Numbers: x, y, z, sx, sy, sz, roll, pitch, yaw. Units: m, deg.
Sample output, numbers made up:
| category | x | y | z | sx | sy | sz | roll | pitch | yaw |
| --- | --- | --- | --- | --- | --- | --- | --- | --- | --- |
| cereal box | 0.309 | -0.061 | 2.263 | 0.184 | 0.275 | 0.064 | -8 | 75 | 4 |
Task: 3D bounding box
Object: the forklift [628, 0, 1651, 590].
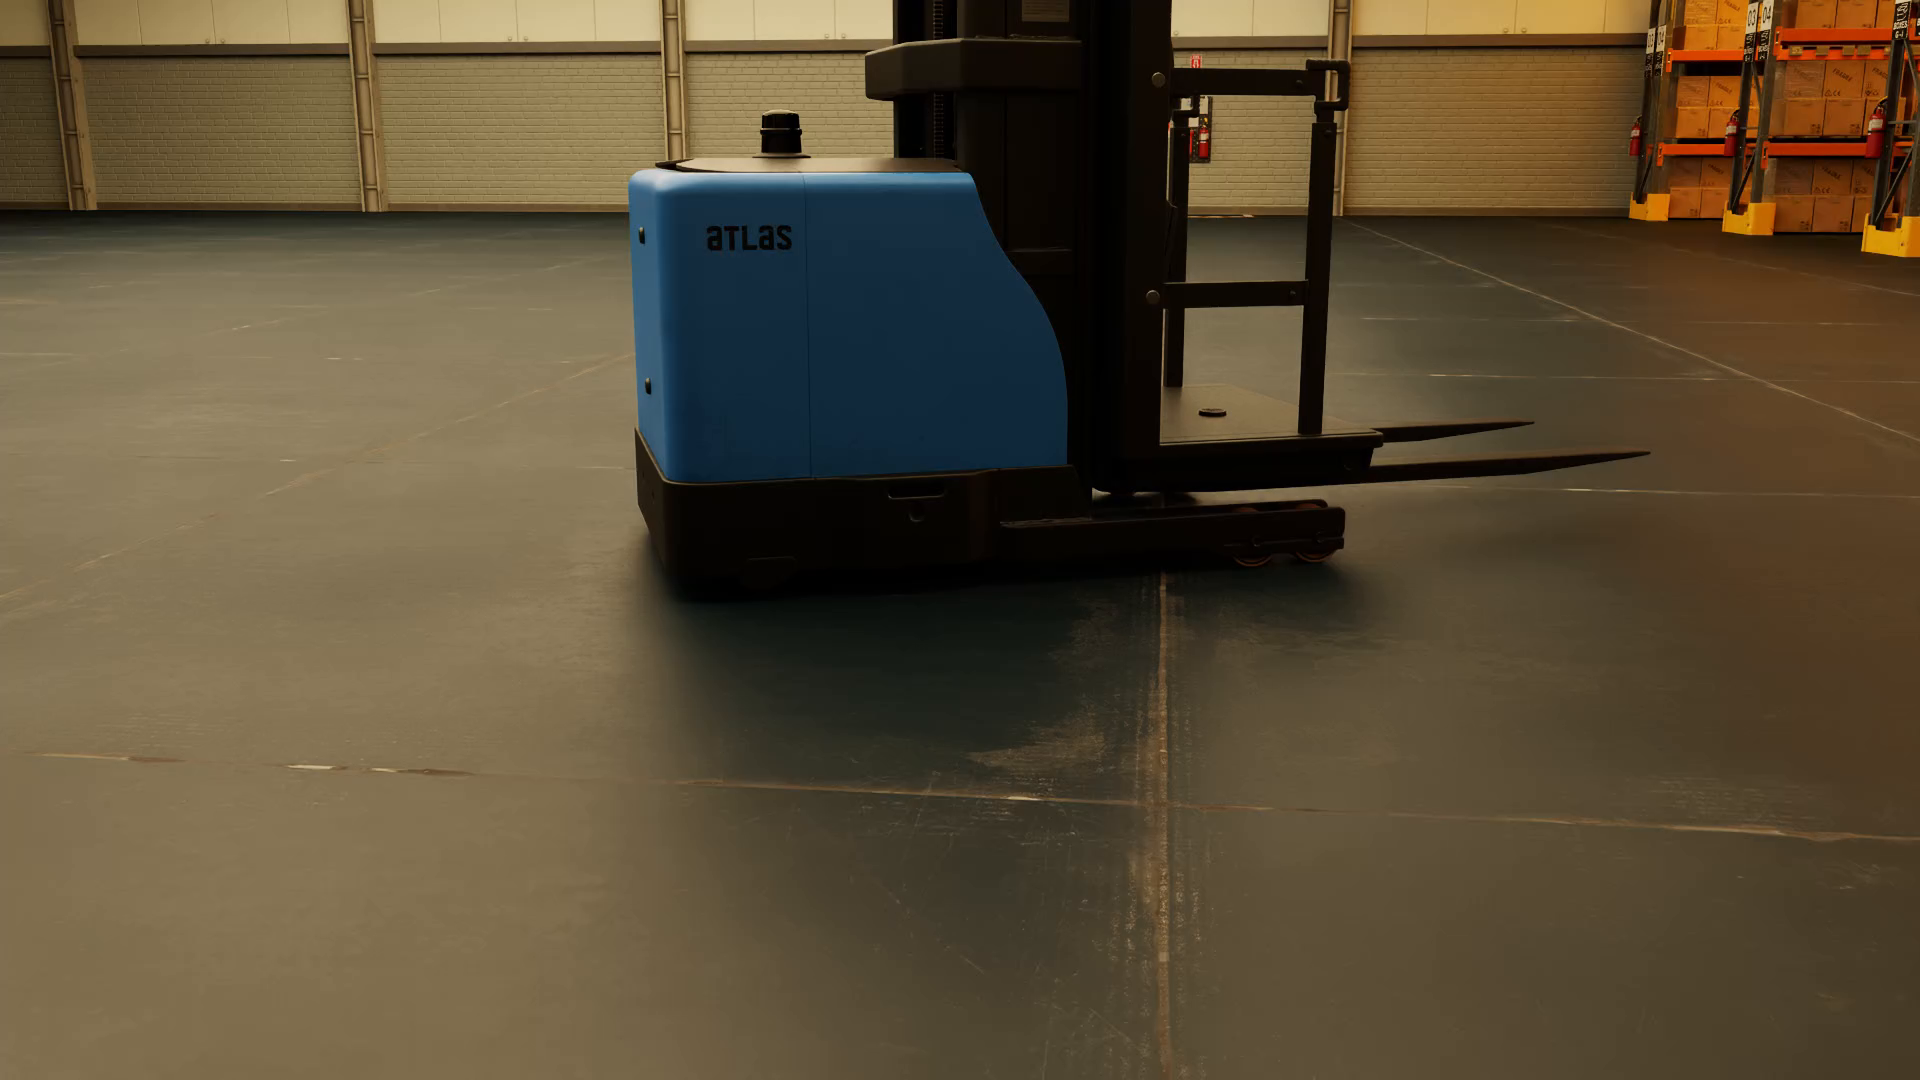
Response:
| category | x | y | z | sx | sy | sz | roll | pitch | yaw |
| --- | --- | --- | --- | --- | --- | --- | --- | --- | --- |
| forklift | 0.587 | -1.464 | 4.770 | 3.031 | 2.935 | 1.130 | -4 | 14 | -15 |
